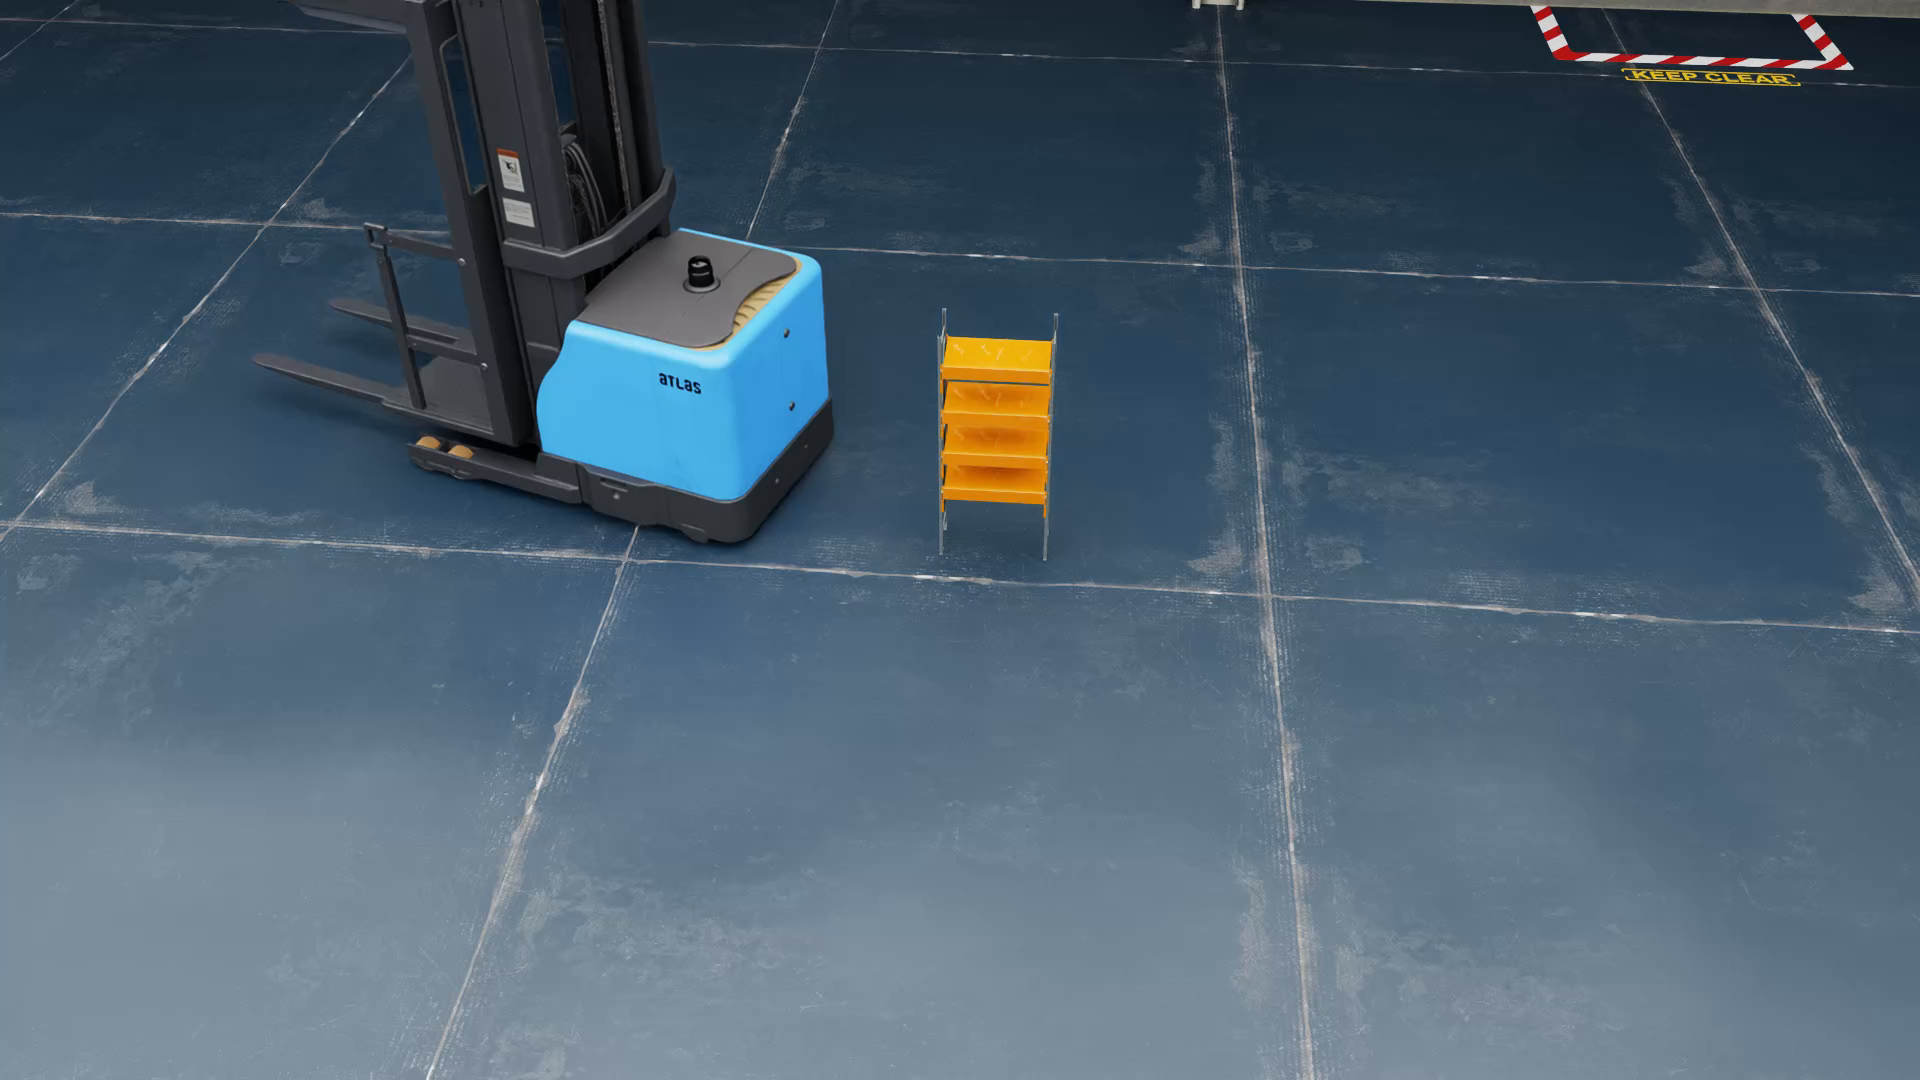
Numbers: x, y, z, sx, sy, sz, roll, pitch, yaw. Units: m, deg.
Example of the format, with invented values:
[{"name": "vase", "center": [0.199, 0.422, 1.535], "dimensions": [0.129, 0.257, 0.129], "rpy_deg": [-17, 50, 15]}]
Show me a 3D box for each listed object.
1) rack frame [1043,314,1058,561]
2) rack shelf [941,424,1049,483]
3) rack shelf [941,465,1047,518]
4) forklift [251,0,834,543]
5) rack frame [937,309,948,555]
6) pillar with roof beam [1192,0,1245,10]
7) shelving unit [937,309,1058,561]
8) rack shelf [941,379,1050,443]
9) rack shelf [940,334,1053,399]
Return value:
[{"name": "rack frame", "center": [0.408, -0.443, 7.514], "dimensions": [0.015, 1.200, 0.240], "rpy_deg": [3, 39, 4]}, {"name": "rack shelf", "center": [0.165, -0.404, 7.573], "dimensions": [0.480, 0.148, 0.258], "rpy_deg": [3, 39, 4]}, {"name": "rack shelf", "center": [0.165, -0.250, 7.698], "dimensions": [0.480, 0.148, 0.258], "rpy_deg": [3, 39, 4]}, {"name": "forklift", "center": [-2.206, -1.728, 7.722], "dimensions": [3.031, 2.935, 1.130], "rpy_deg": [15, 42, 18]}, {"name": "rack frame", "center": [-0.078, -0.470, 7.547], "dimensions": [0.015, 1.200, 0.240], "rpy_deg": [3, 39, 4]}, {"name": "pillar with roof beam", "center": [1.665, -5.045, 6.990], "dimensions": [0.400, 9.000, 9.100], "rpy_deg": [3, 39, 4]}, {"name": "shelving unit", "center": [0.165, -0.456, 7.531], "dimensions": [0.503, 1.200, 0.258], "rpy_deg": [3, 39, 4]}, {"name": "rack shelf", "center": [0.165, -0.578, 7.432], "dimensions": [0.480, 0.148, 0.258], "rpy_deg": [3, 39, 4]}, {"name": "rack shelf", "center": [0.165, -0.761, 7.283], "dimensions": [0.480, 0.148, 0.258], "rpy_deg": [3, 39, 4]}]
